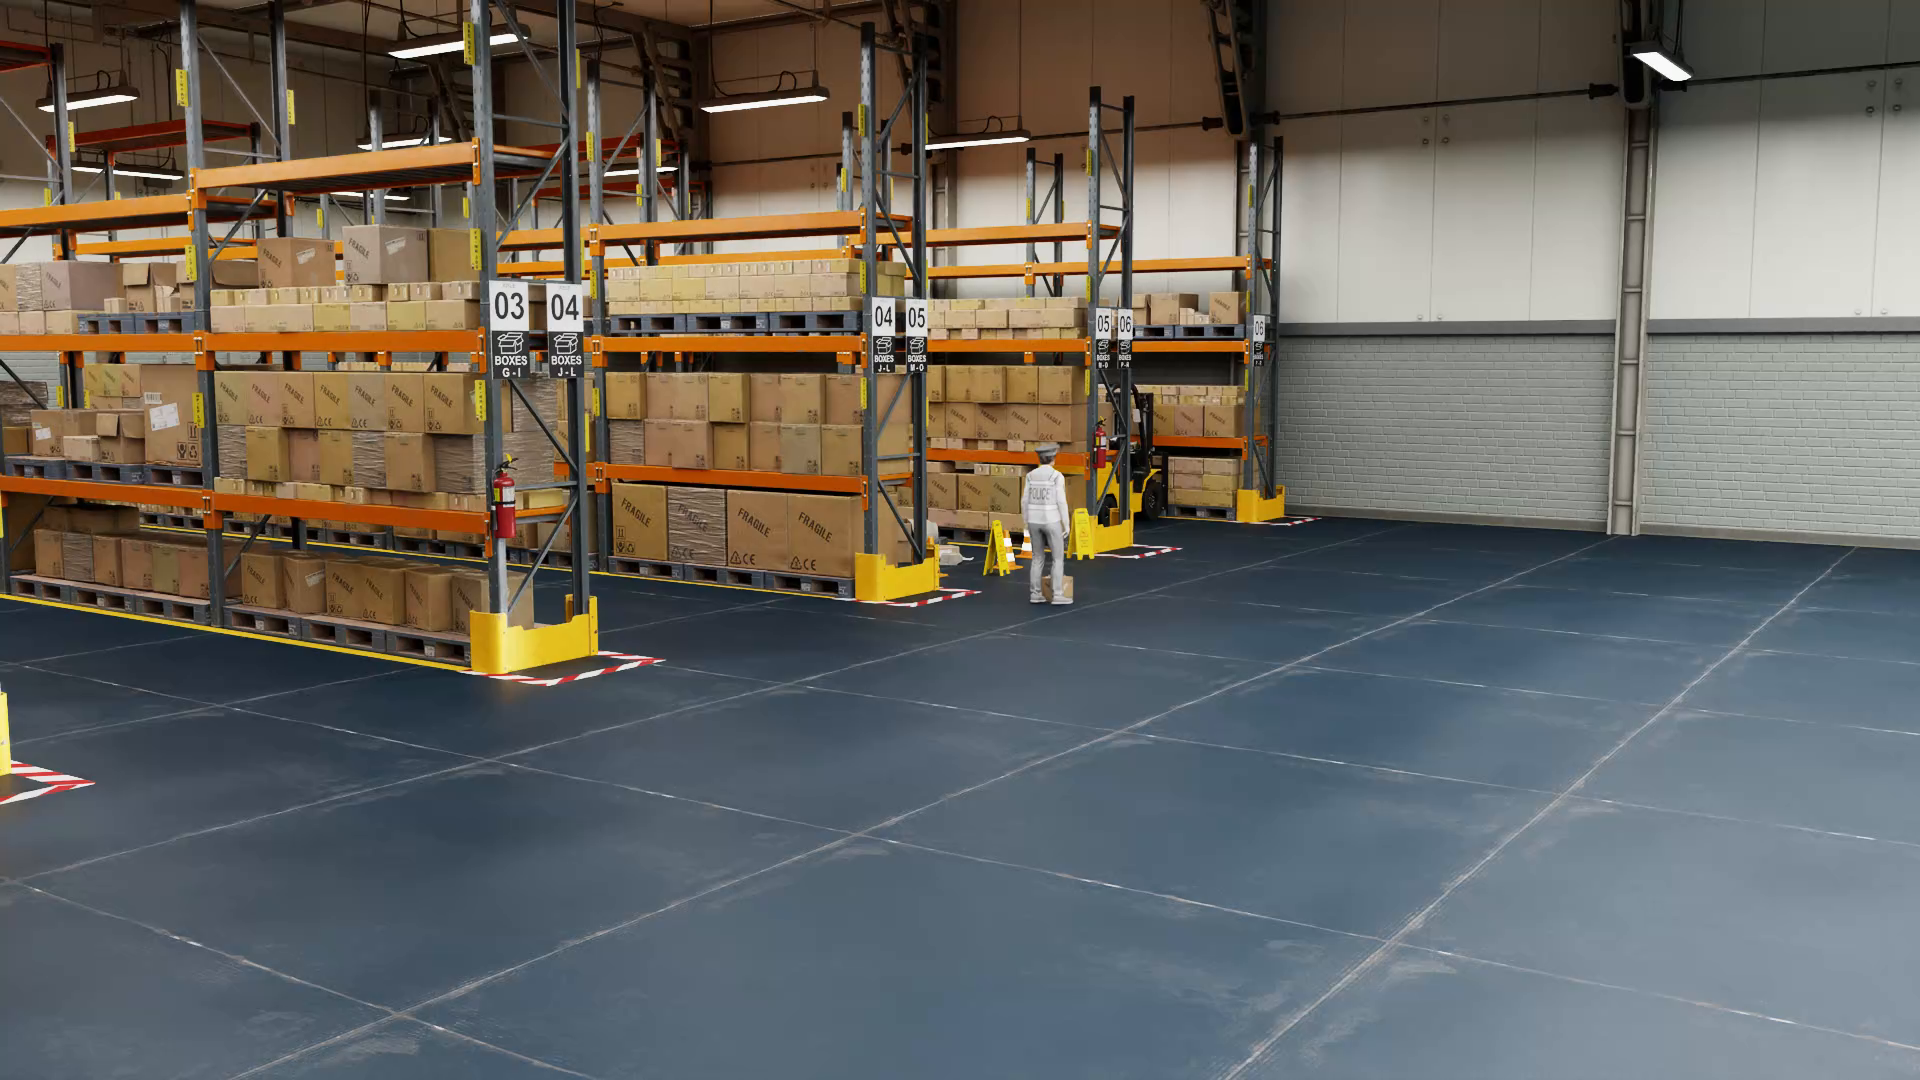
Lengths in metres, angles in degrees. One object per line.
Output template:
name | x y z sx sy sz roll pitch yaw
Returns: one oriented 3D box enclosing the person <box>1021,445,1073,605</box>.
person | 0.899 -0.159 17.412 0.537 1.661 0.373 4 7 30
